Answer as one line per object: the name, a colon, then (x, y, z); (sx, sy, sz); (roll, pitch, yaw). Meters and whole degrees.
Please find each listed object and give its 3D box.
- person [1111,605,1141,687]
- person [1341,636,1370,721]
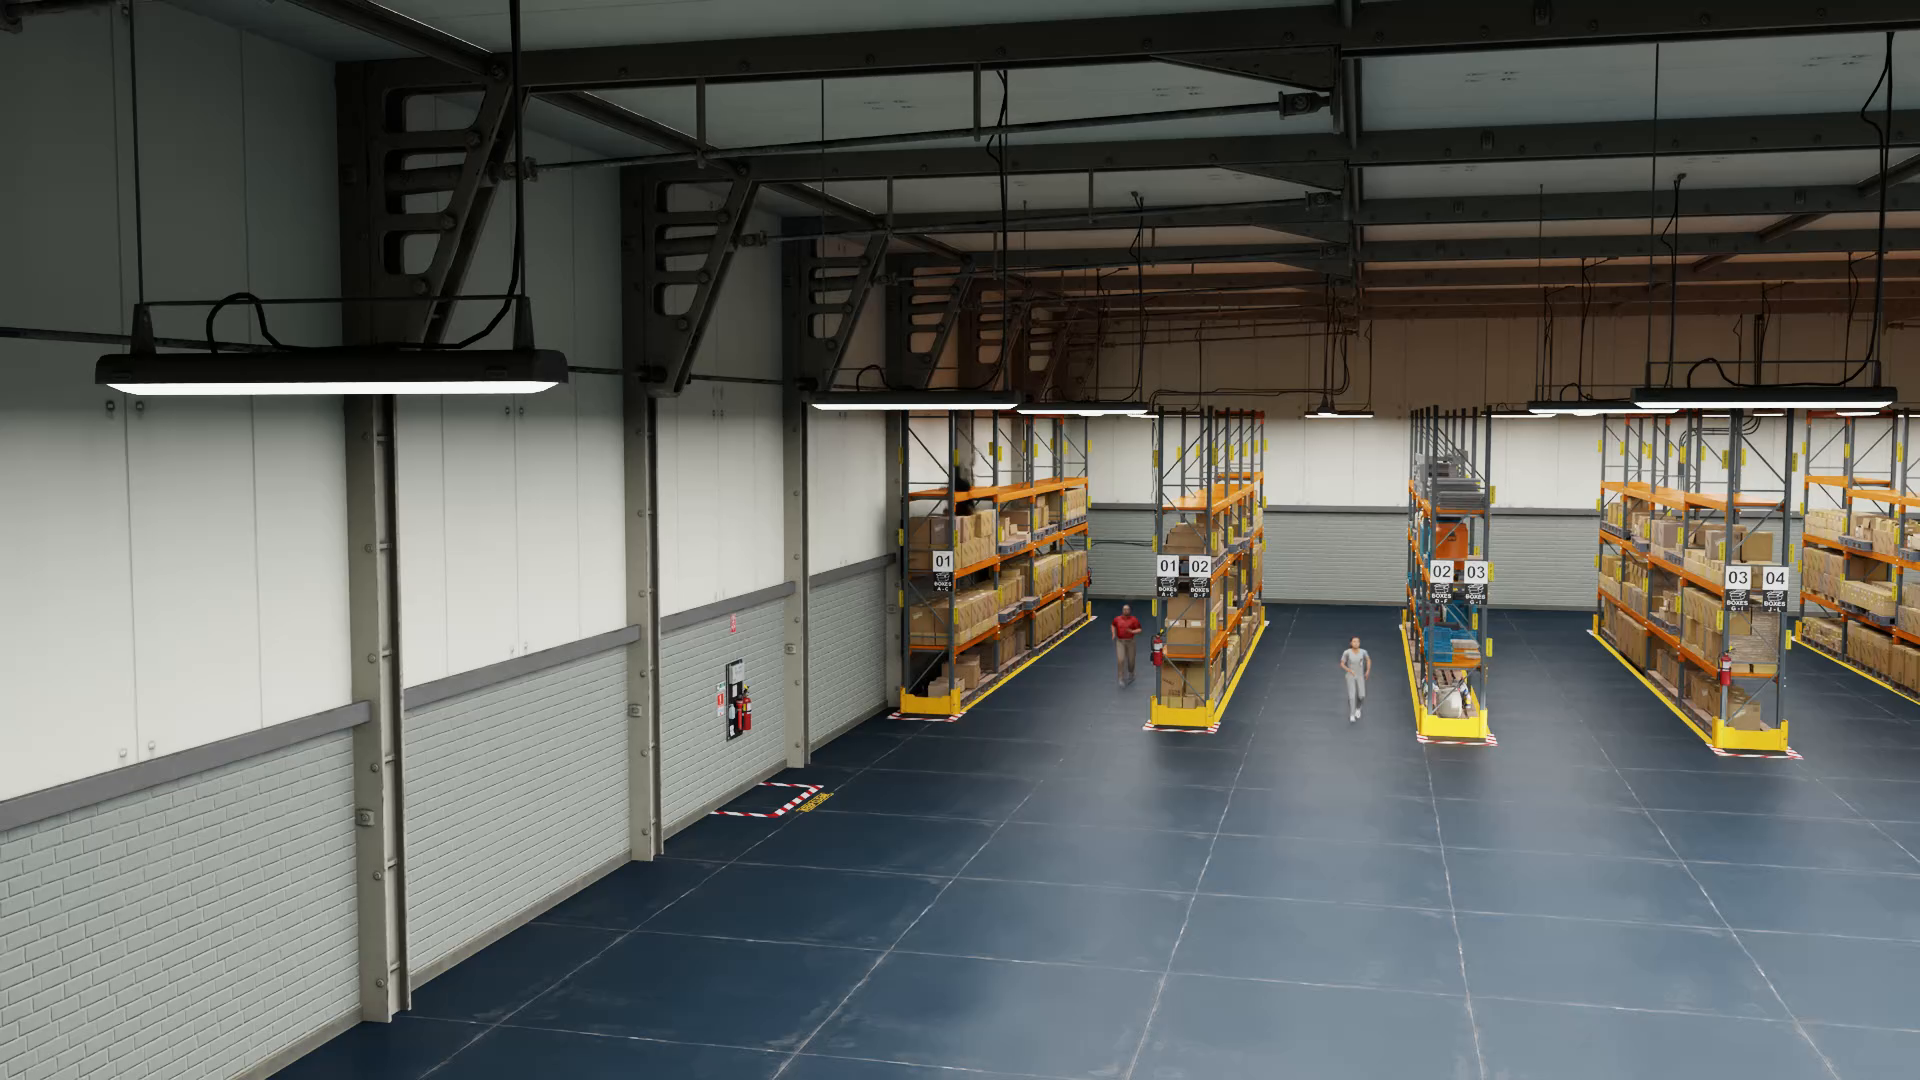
person: (3.592, 2.259, 35.992); (0.662, 1.716, 0.989); (1, 4, 8)
person: (7.531, 2.637, 31.594); (0.589, 1.639, 0.562); (0, 4, 2)
